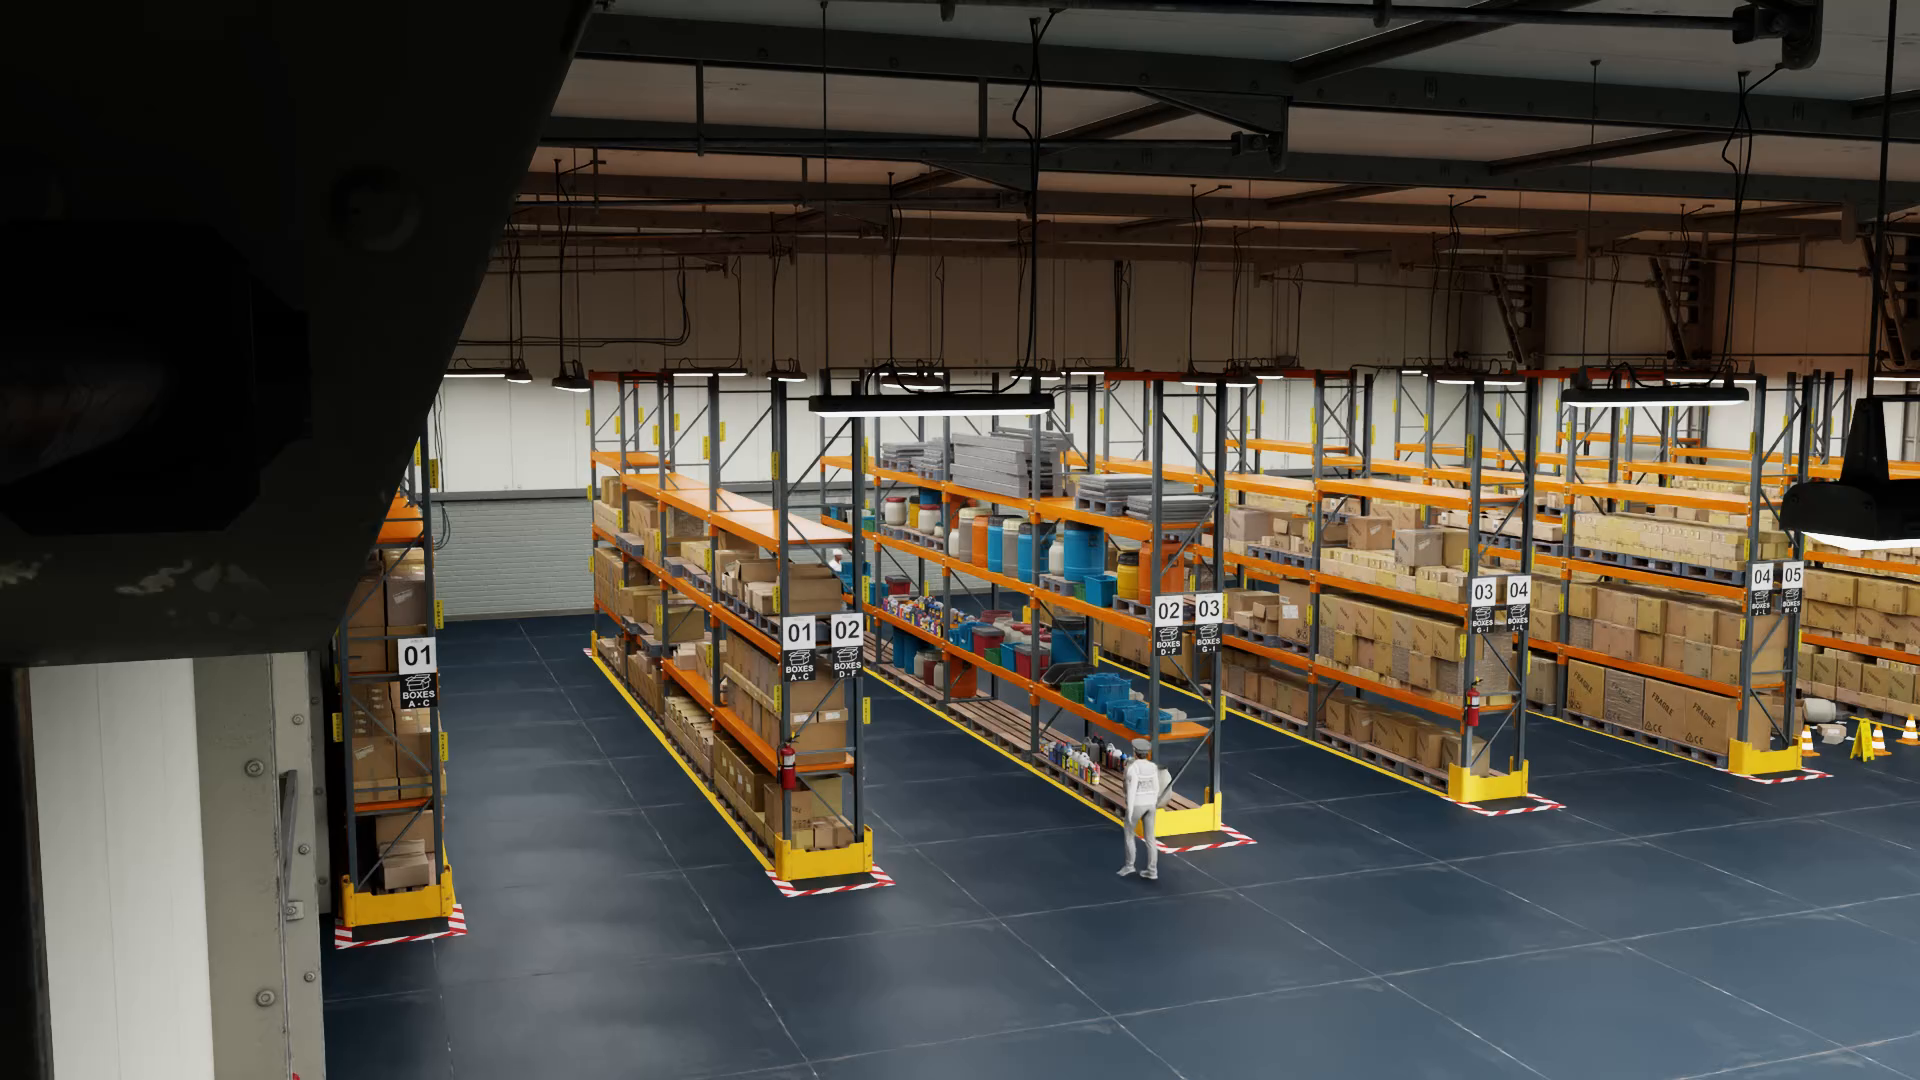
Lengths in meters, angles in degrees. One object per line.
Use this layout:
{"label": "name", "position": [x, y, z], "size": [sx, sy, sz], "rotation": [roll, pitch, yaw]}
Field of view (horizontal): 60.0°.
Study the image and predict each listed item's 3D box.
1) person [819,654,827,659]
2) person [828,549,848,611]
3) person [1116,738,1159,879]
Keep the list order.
{"label": "person", "position": [-2.648, 2.088, 30.616], "size": [0.518, 1.662, 0.477], "rotation": [-3, 7, -25]}
{"label": "person", "position": [-3.009, 1.052, 39.731], "size": [1.098, 1.715, 0.529], "rotation": [0, 6, 1]}
{"label": "person", "position": [2.215, 3.280, 20.152], "size": [0.516, 1.734, 0.579], "rotation": [-3, 7, -27]}
